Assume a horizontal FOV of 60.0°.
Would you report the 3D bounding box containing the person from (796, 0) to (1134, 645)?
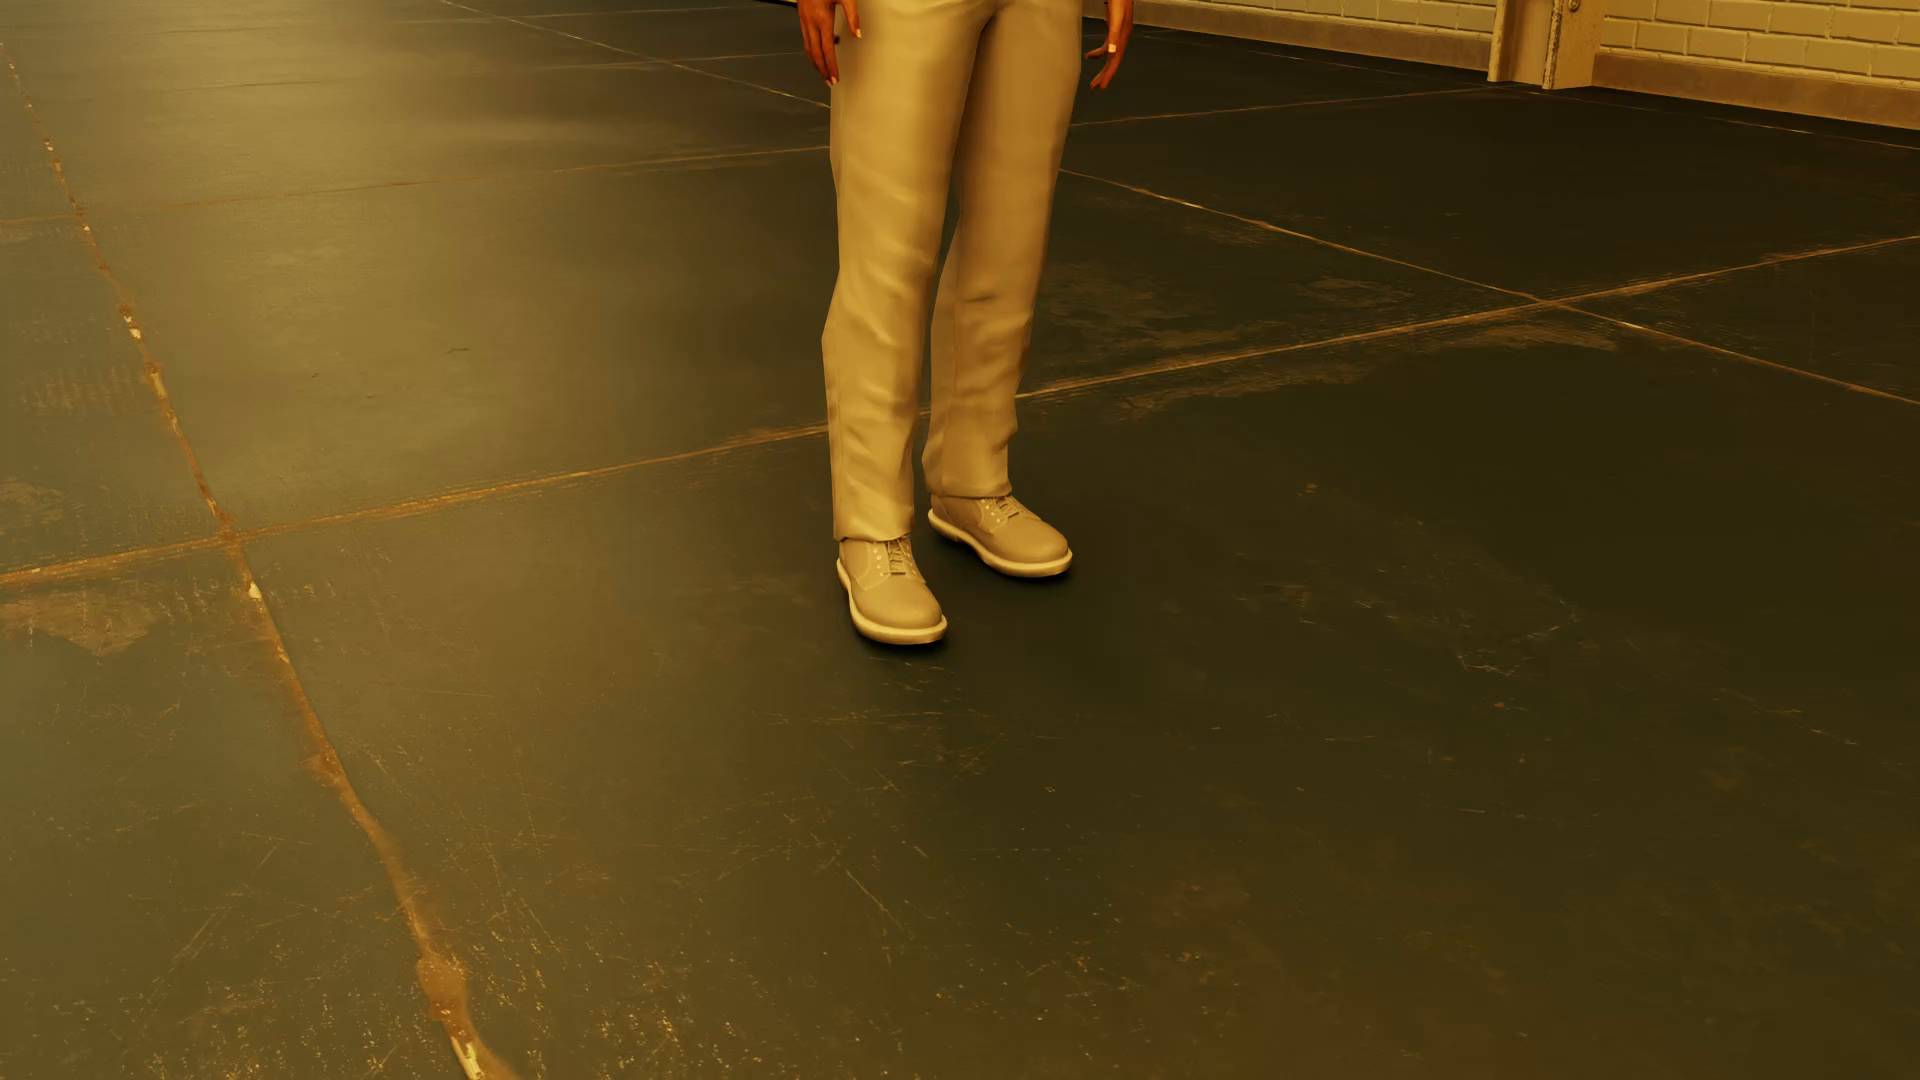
[{"bbox_3d":[0.021,-0.762,2.241,0.570,1.697,0.528,-12,25,-28],"label":"person"}]
